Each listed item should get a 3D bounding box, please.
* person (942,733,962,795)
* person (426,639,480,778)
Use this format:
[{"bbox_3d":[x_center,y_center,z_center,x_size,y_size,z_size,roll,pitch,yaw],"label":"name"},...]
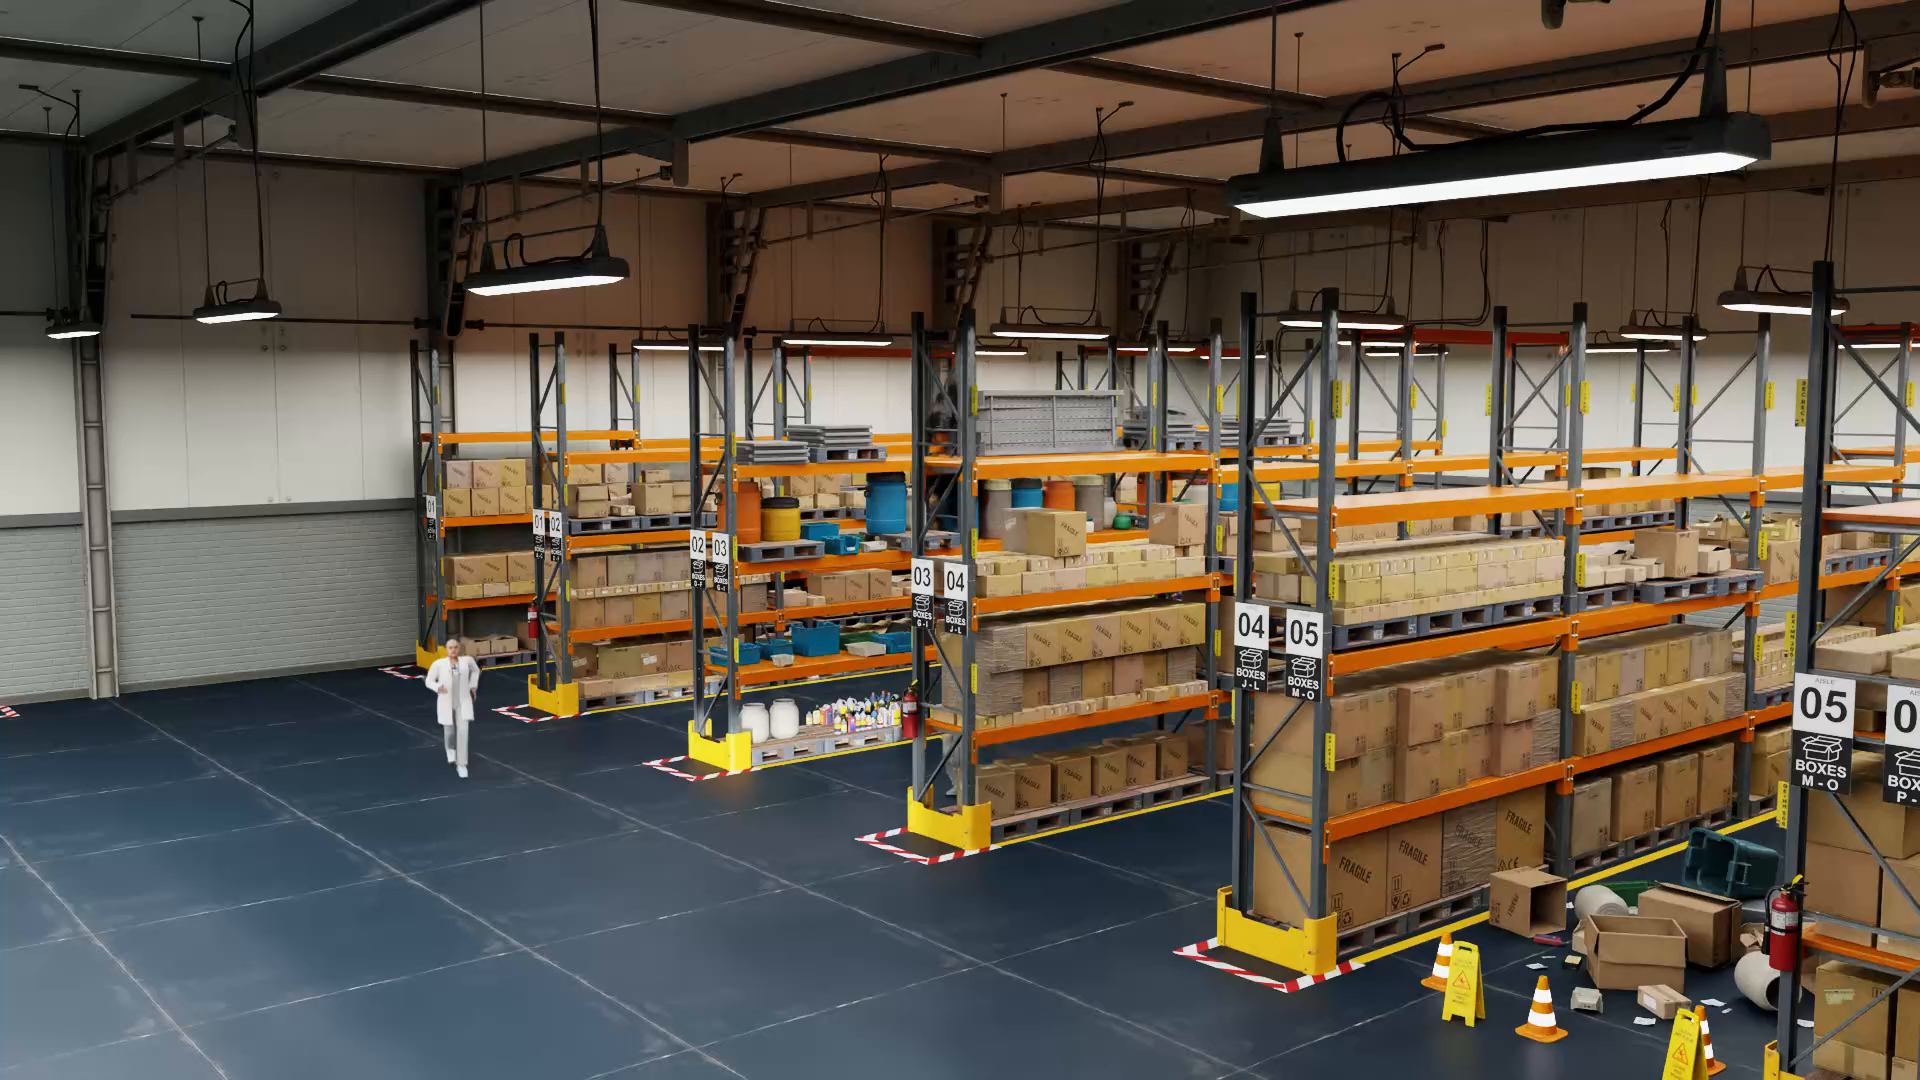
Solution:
[{"bbox_3d":[-0.046,2.398,21.017,0.611,1.649,0.569,5,7,41],"label":"person"},{"bbox_3d":[-6.761,2.206,22.221,0.713,1.780,1.064,-2,6,-20],"label":"person"}]
